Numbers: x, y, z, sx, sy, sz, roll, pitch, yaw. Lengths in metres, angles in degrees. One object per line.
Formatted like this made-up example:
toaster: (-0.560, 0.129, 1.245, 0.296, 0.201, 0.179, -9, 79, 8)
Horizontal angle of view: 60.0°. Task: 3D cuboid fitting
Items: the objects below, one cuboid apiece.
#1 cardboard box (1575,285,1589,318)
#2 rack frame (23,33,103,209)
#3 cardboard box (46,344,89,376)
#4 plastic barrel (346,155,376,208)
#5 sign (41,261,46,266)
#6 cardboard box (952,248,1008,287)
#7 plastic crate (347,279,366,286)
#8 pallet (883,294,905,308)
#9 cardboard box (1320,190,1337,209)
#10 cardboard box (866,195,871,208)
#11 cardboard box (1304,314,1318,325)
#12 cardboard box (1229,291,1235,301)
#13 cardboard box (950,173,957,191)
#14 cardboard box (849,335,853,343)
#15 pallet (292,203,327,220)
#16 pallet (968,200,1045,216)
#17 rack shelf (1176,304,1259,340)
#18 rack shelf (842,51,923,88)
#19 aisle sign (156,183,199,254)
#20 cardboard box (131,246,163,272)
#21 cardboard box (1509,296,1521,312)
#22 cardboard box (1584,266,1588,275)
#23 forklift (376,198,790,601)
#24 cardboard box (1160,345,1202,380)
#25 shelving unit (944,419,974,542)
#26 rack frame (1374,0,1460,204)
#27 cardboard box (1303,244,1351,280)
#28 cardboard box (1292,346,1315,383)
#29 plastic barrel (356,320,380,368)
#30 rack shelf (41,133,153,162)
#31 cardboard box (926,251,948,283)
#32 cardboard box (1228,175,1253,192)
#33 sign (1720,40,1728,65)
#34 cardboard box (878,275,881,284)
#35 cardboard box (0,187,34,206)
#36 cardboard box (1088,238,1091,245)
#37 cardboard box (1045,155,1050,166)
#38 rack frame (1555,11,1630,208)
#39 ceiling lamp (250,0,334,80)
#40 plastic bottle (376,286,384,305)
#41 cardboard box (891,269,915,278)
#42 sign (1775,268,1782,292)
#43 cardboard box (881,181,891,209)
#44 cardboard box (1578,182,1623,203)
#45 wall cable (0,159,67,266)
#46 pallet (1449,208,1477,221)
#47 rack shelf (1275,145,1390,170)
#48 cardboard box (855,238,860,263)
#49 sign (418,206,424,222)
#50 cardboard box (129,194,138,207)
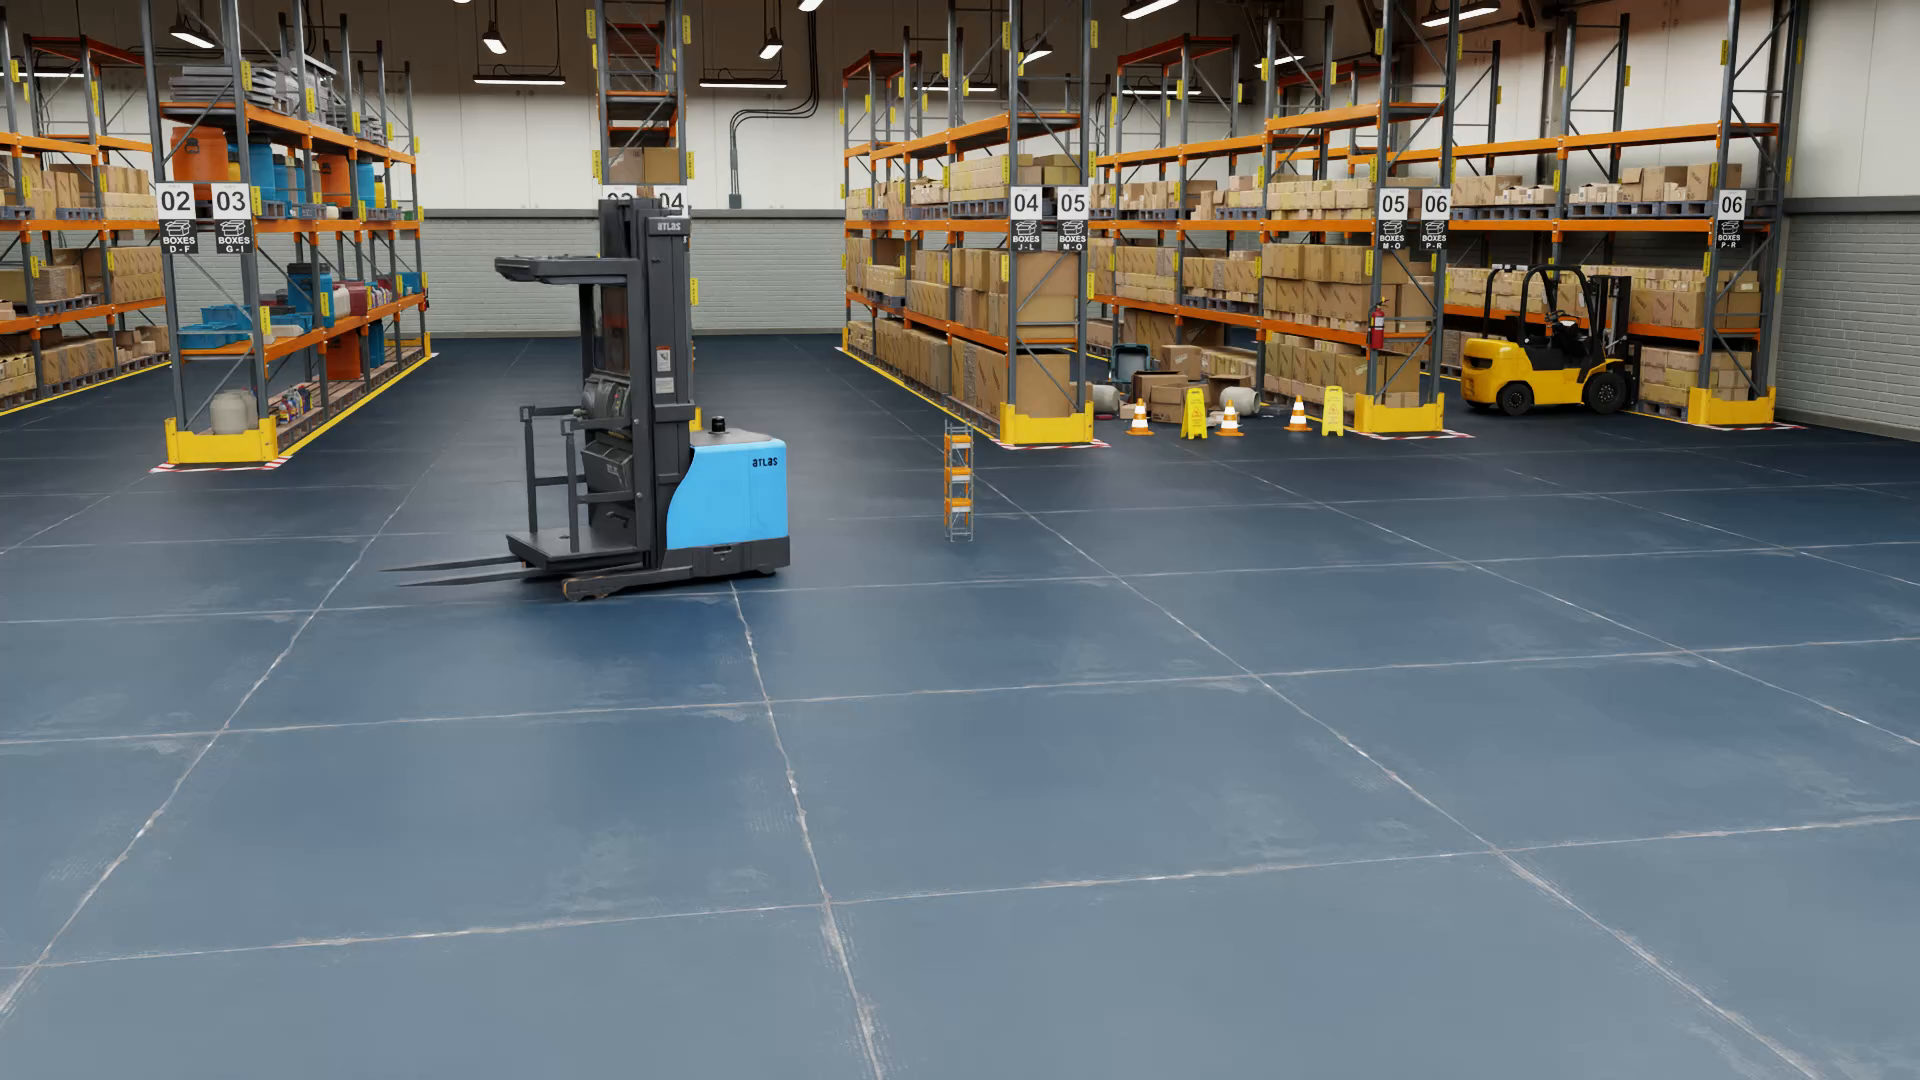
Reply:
cardboard box: (9.981, -3.723, 25.965, 0.500, 0.500, 0.500, -2, 11, -10)
rack frame: (-15.829, -7.372, 29.364, 1.000, 3.000, 0.127, -2, 11, -11)
cardboard box: (-15.166, -3.057, 28.246, 0.500, 0.500, 0.500, -3, 11, -13)
plastic barrel: (-10.488, -6.223, 28.885, 0.600, 0.901, 0.708, -2, 11, -11)
sign: (-16.360, -4.829, 29.733, 0.100, 0.325, 0.005, -2, 11, -11)
cardboard box: (0.367, -4.015, 24.478, 0.875, 0.550, 0.550, -2, 11, -11)
plastic crate: (-11.395, -4.700, 31.248, 0.392, 0.384, 0.575, -2, 11, -11)
pallet: (-0.692, -4.246, 29.494, 1.213, 0.211, 1.003, -2, 11, -11)
cardboard box: (5.377, -4.762, 23.275, 0.500, 0.250, 0.500, -2, 11, -9)
cardboard box: (-1.566, -6.668, 32.747, 0.500, 0.250, 0.500, -3, 11, -14)
cardboard box: (5.228, -3.205, 24.185, 0.380, 0.149, 0.250, -2, 11, -11)
cardboard box: (4.622, -3.987, 27.169, 0.380, 0.149, 0.250, -2, 11, -11)
cardboard box: (0.150, -5.181, 24.088, 0.500, 0.250, 0.500, -2, 11, -11)
cardboard box: (-2.217, -4.378, 36.180, 0.380, 0.149, 0.250, -2, 11, -10)
pallet: (-9.178, -4.390, 22.219, 1.213, 0.211, 1.003, -2, 11, -11)
pallet: (0.712, -4.536, 22.719, 1.003, 0.211, 1.213, -2, 11, -11)
rack shelf: (4.776, -3.691, 27.993, 1.077, 0.370, 4.000, -2, 11, -11)
rack shelf: (-1.616, -9.540, 33.787, 1.077, 0.370, 4.000, -2, 11, -11)
aisle sign: (-8.913, -3.657, 18.935, 0.394, 0.787, 0.004, -2, 11, -11)
cardboard box: (-16.251, -5.628, 33.300, 0.500, 0.500, 0.500, -2, 11, -12)
cardboard box: (9.576, -3.960, 27.883, 0.500, 0.250, 0.500, -2, 11, -11)
cardboard box: (10.002, -4.213, 26.010, 0.380, 0.149, 0.250, -2, 11, -12)
forklift: (-2.880, -1.100, 12.637, 3.031, 2.935, 1.130, -7, 13, -31)
cardboard box: (3.425, -2.752, 25.792, 0.500, 0.500, 0.500, -2, 11, -11)
shelving unit: (-0.010, -0.526, 14.650, 0.215, 1.050, 0.252, -2, 11, -11)
rack frame: (5.943, -5.891, 21.583, 1.000, 3.000, 0.127, -2, 11, -11)
cardboard box: (5.378, -3.996, 23.932, 0.700, 0.500, 0.500, -2, 11, -11)
cardboard box: (5.230, -2.591, 24.512, 0.500, 0.500, 0.500, -2, 11, -8)
plastic barrel: (-10.743, -3.550, 29.814, 0.600, 0.901, 0.708, -2, 11, -11)
rack shelf: (-16.218, -7.384, 31.358, 1.077, 0.370, 4.000, -2, 11, -11)
cardboard box: (-0.169, -4.484, 27.291, 0.700, 0.500, 0.500, -2, 11, -12)
cardboard box: (4.707, -5.818, 27.159, 0.500, 0.250, 0.500, -2, 11, -10)
sign: (10.276, -6.553, 22.350, 0.100, 0.325, 0.005, -2, 11, -11)
cardboard box: (-1.295, -4.800, 30.646, 0.380, 0.149, 0.250, -2, 11, -12)
cardboard box: (-15.169, -5.293, 26.194, 0.910, 0.500, 0.500, -2, 11, -11)
cardboard box: (2.889, -6.377, 35.501, 0.380, 0.149, 0.250, -2, 11, -12)
cardboard box: (1.307, -4.862, 21.345, 0.380, 0.149, 0.250, -2, 11, -11)
rack frame: (10.033, -6.806, 26.389, 1.000, 3.000, 0.127, -2, 11, -11)
ceiling lamp: (-14.675, -11.556, 35.733, 2.000, 3.185, 0.800, -2, 11, -11)
plastic bottle: (-10.434, -4.390, 29.871, 0.144, 0.351, 0.185, -2, 11, -11)
cardboard box: (-0.994, -4.661, 29.123, 0.380, 0.149, 0.250, -3, 11, -13)
sign: (11.357, -3.609, 23.108, 0.100, 0.325, 0.005, -2, 11, -11)
cardboard box: (-1.055, -6.389, 30.821, 0.797, 0.503, 0.637, -2, 11, -12)
cardboard box: (9.956, -5.383, 25.781, 0.500, 0.311, 0.500, -2, 11, -10)
wall cable: (-22.215, -7.450, 38.077, 3.097, 2.526, 0.112, -2, 11, -11)
pallet: (9.475, -5.852, 29.905, 1.213, 0.211, 1.003, -2, 11, -8)
rack shelf: (8.088, -8.285, 36.093, 1.077, 0.370, 4.000, -2, 11, -11)
cardboard box: (-1.891, -5.993, 34.424, 0.500, 0.500, 0.500, -2, 11, -13)
sign: (-11.211, -6.784, 34.572, 0.100, 0.325, 0.005, -2, 11, -11)
cardboard box: (-15.963, -6.444, 31.575, 0.500, 0.250, 0.500, -2, 11, -11)
